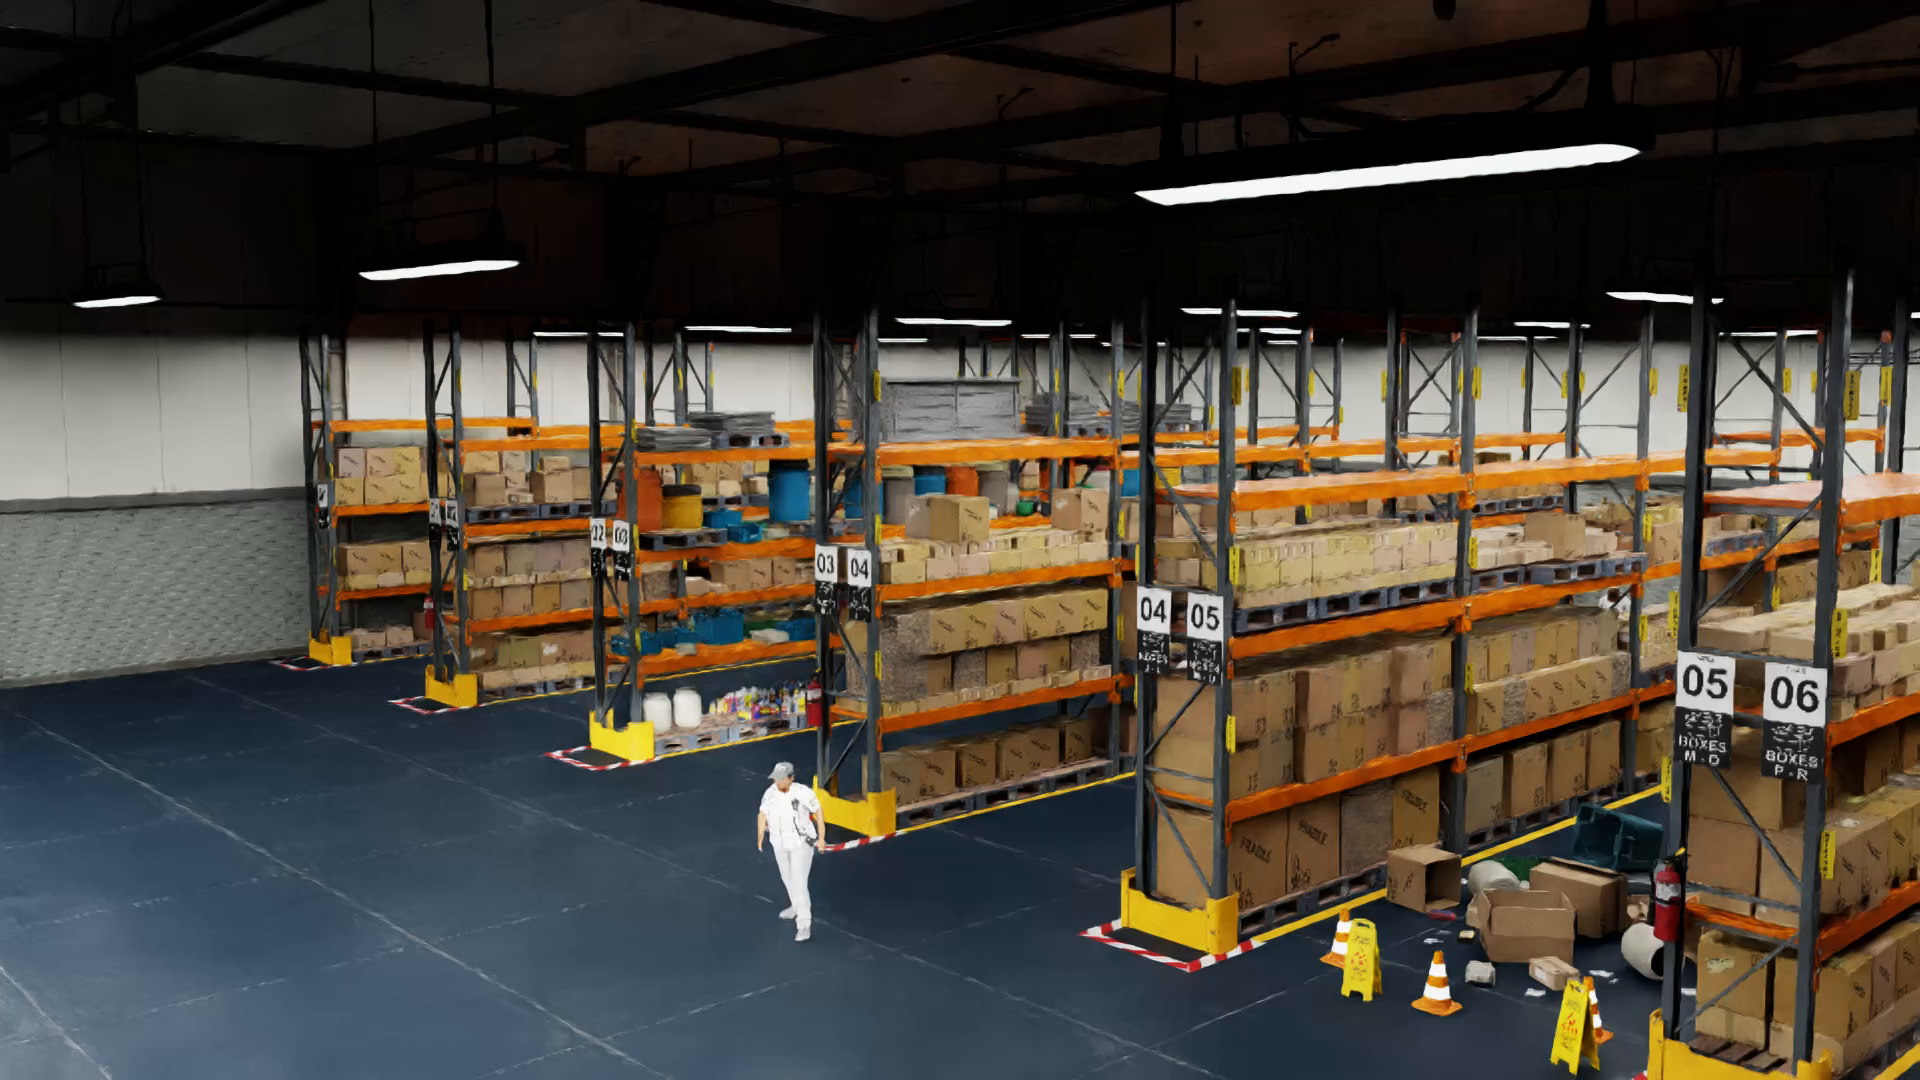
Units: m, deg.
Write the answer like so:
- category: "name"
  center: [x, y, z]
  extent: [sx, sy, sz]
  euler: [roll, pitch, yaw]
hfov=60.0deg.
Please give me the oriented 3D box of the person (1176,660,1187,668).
- category: "person"
  center: [2.756, 2.292, 20.011]
  extent: [0.549, 1.735, 0.690]
  euler: [-6, 8, -44]

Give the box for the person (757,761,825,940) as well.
- category: "person"
  center: [-1.522, 2.811, 15.424]
  extent: [0.665, 1.601, 0.794]
  euler: [3, 7, 28]

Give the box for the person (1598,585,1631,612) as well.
- category: "person"
  center: [10.948, 1.499, 27.885]
  extent: [1.121, 1.691, 0.576]
  euler: [-5, 8, -40]
